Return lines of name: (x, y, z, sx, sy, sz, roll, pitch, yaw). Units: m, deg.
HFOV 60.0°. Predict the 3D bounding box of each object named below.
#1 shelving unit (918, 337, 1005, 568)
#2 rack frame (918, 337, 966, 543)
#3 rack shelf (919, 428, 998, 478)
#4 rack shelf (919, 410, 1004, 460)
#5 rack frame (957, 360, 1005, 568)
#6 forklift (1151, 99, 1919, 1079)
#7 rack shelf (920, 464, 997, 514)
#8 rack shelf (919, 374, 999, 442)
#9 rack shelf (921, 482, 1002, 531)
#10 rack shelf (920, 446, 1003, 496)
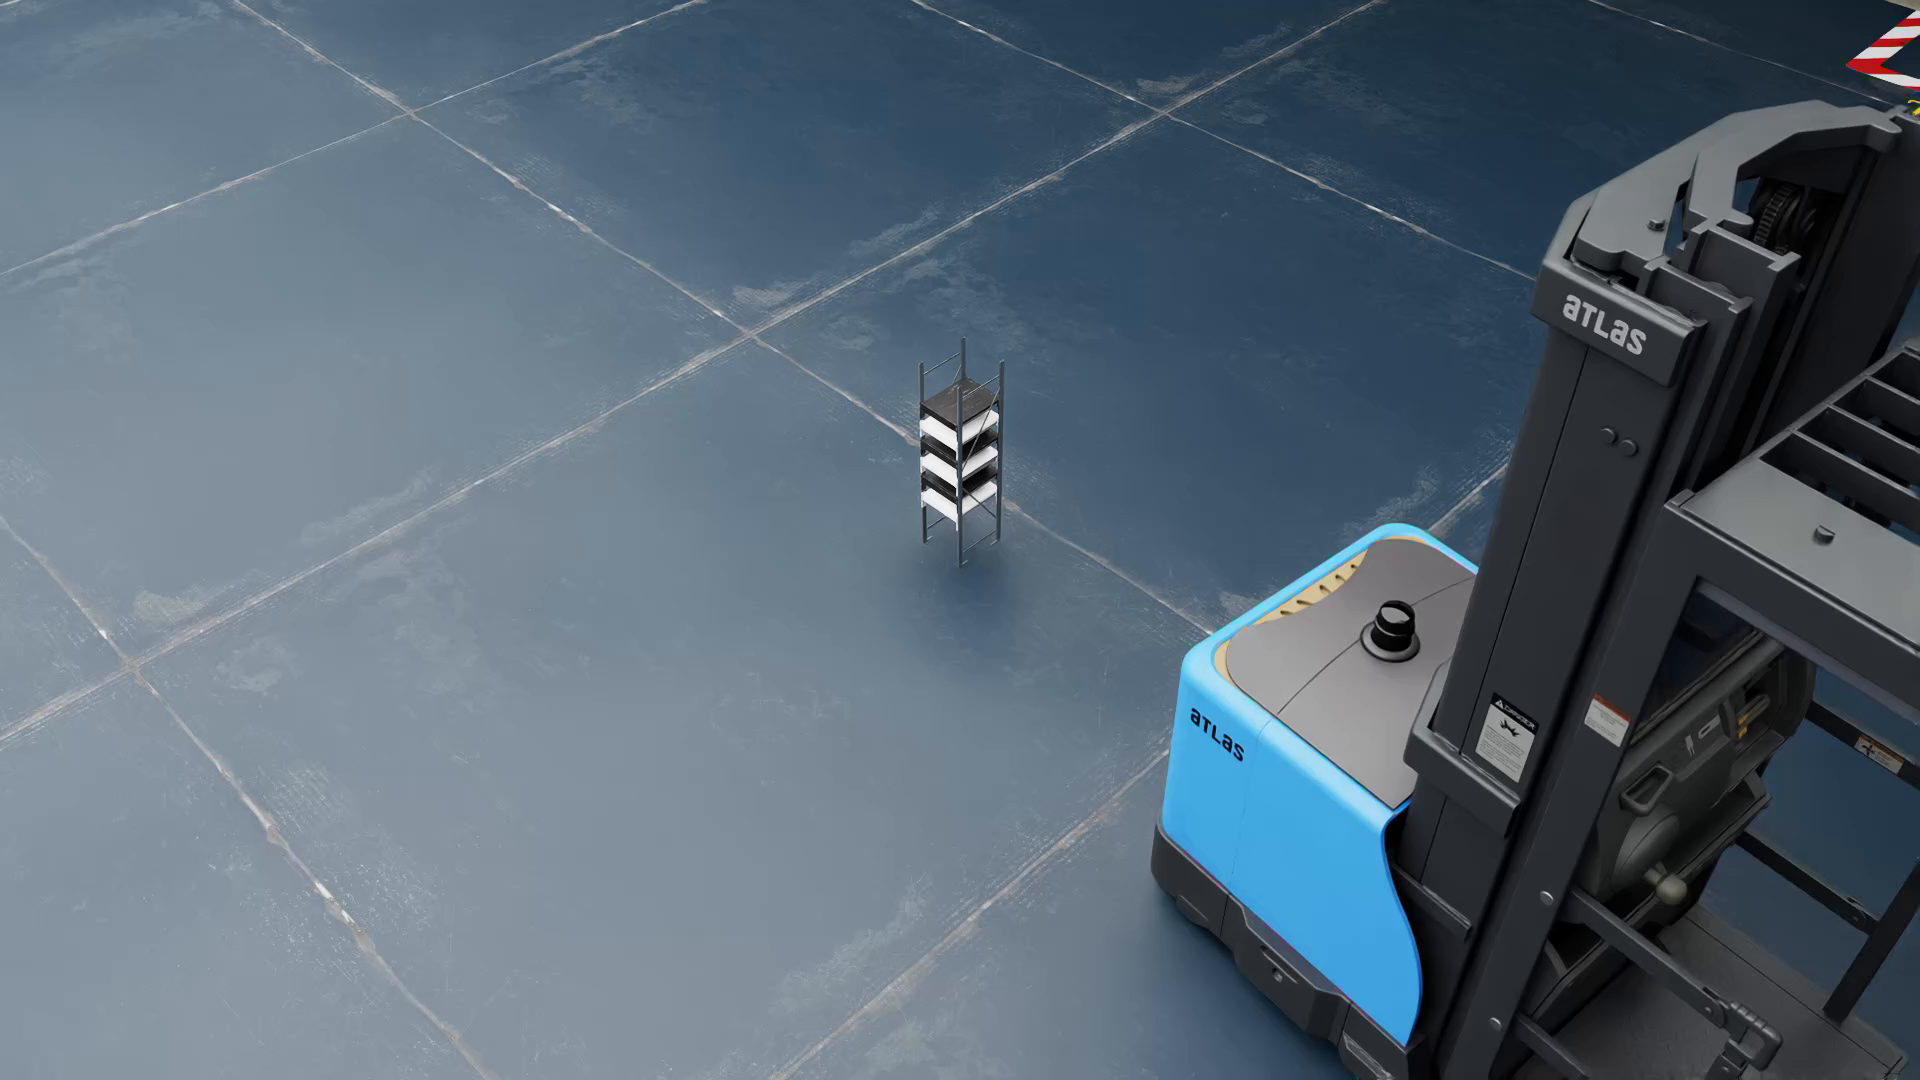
shelving unit: (0.006, -0.327, 6.440, 0.258, 0.900, 0.210, -34, 53, -31)
rack frame: (-0.066, -0.375, 6.493, 0.240, 0.900, 0.006, -34, 53, -31)
rack shelf: (0.006, -0.368, 6.402, 0.258, 0.077, 0.200, -34, 53, -31)
rack shelf: (0.006, -0.434, 6.341, 0.258, 0.077, 0.200, -34, 53, -31)
rack frame: (0.078, -0.278, 6.388, 0.240, 0.900, 0.006, -34, 53, -31)
forklift: (1.949, 0.615, 3.925, 1.130, 2.935, 3.031, -29, 50, -28)
rack shelf: (0.006, -0.236, 6.524, 0.258, 0.077, 0.200, -34, 53, -31)
rack shelf: (0.006, -0.500, 6.280, 0.258, 0.077, 0.200, -34, 53, -31)
rack shelf: (0.006, -0.170, 6.585, 0.258, 0.077, 0.200, -34, 53, -31)
rack shelf: (0.006, -0.302, 6.463, 0.258, 0.077, 0.200, -34, 53, -31)
